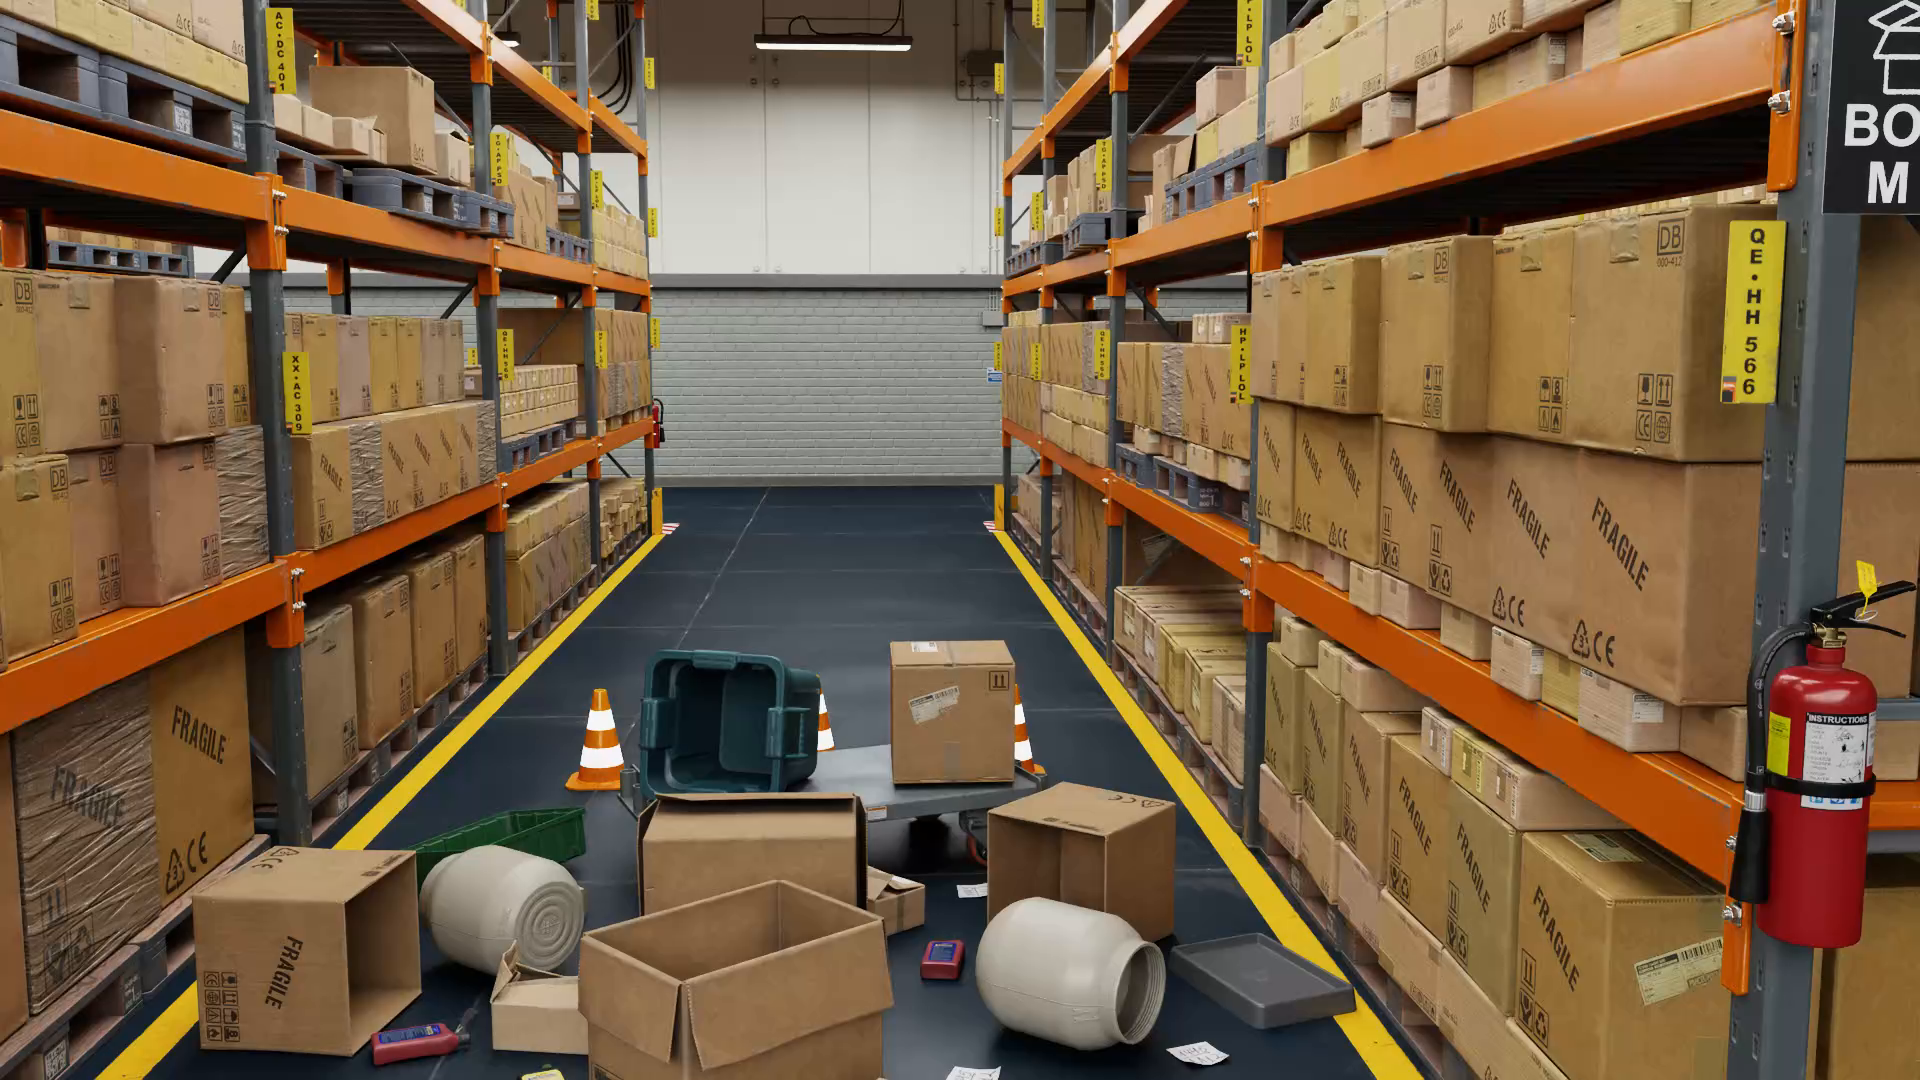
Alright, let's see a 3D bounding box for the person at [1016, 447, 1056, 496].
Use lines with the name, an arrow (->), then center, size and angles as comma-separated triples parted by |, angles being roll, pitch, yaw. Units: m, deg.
person -> 0.948, -1.124, 20.241 | 0.571, 1.665, 0.459 | -1, 7, -7
